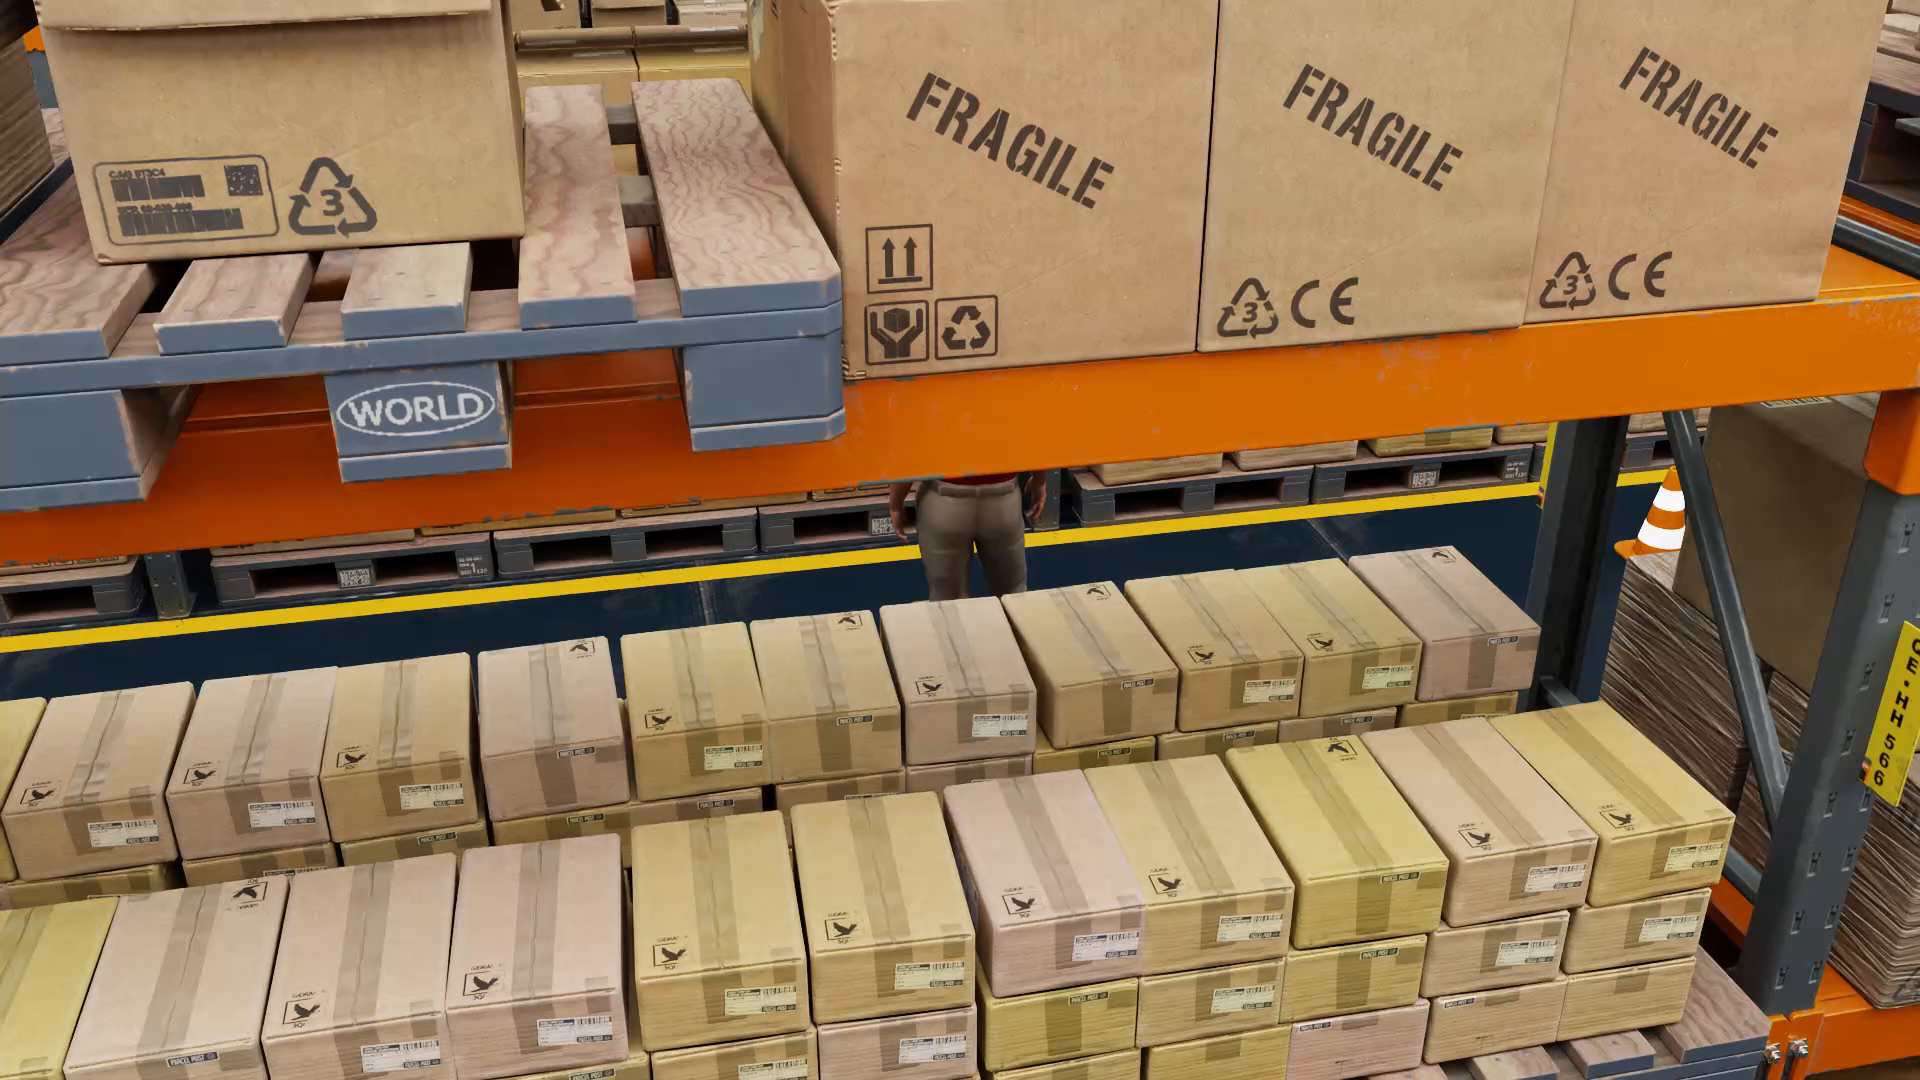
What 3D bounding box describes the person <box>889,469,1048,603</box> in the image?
[{"bbox_3d":[0.023,-0.171,6.454,0.640,1.728,0.550,-6,27,-12],"label":"person"}]
